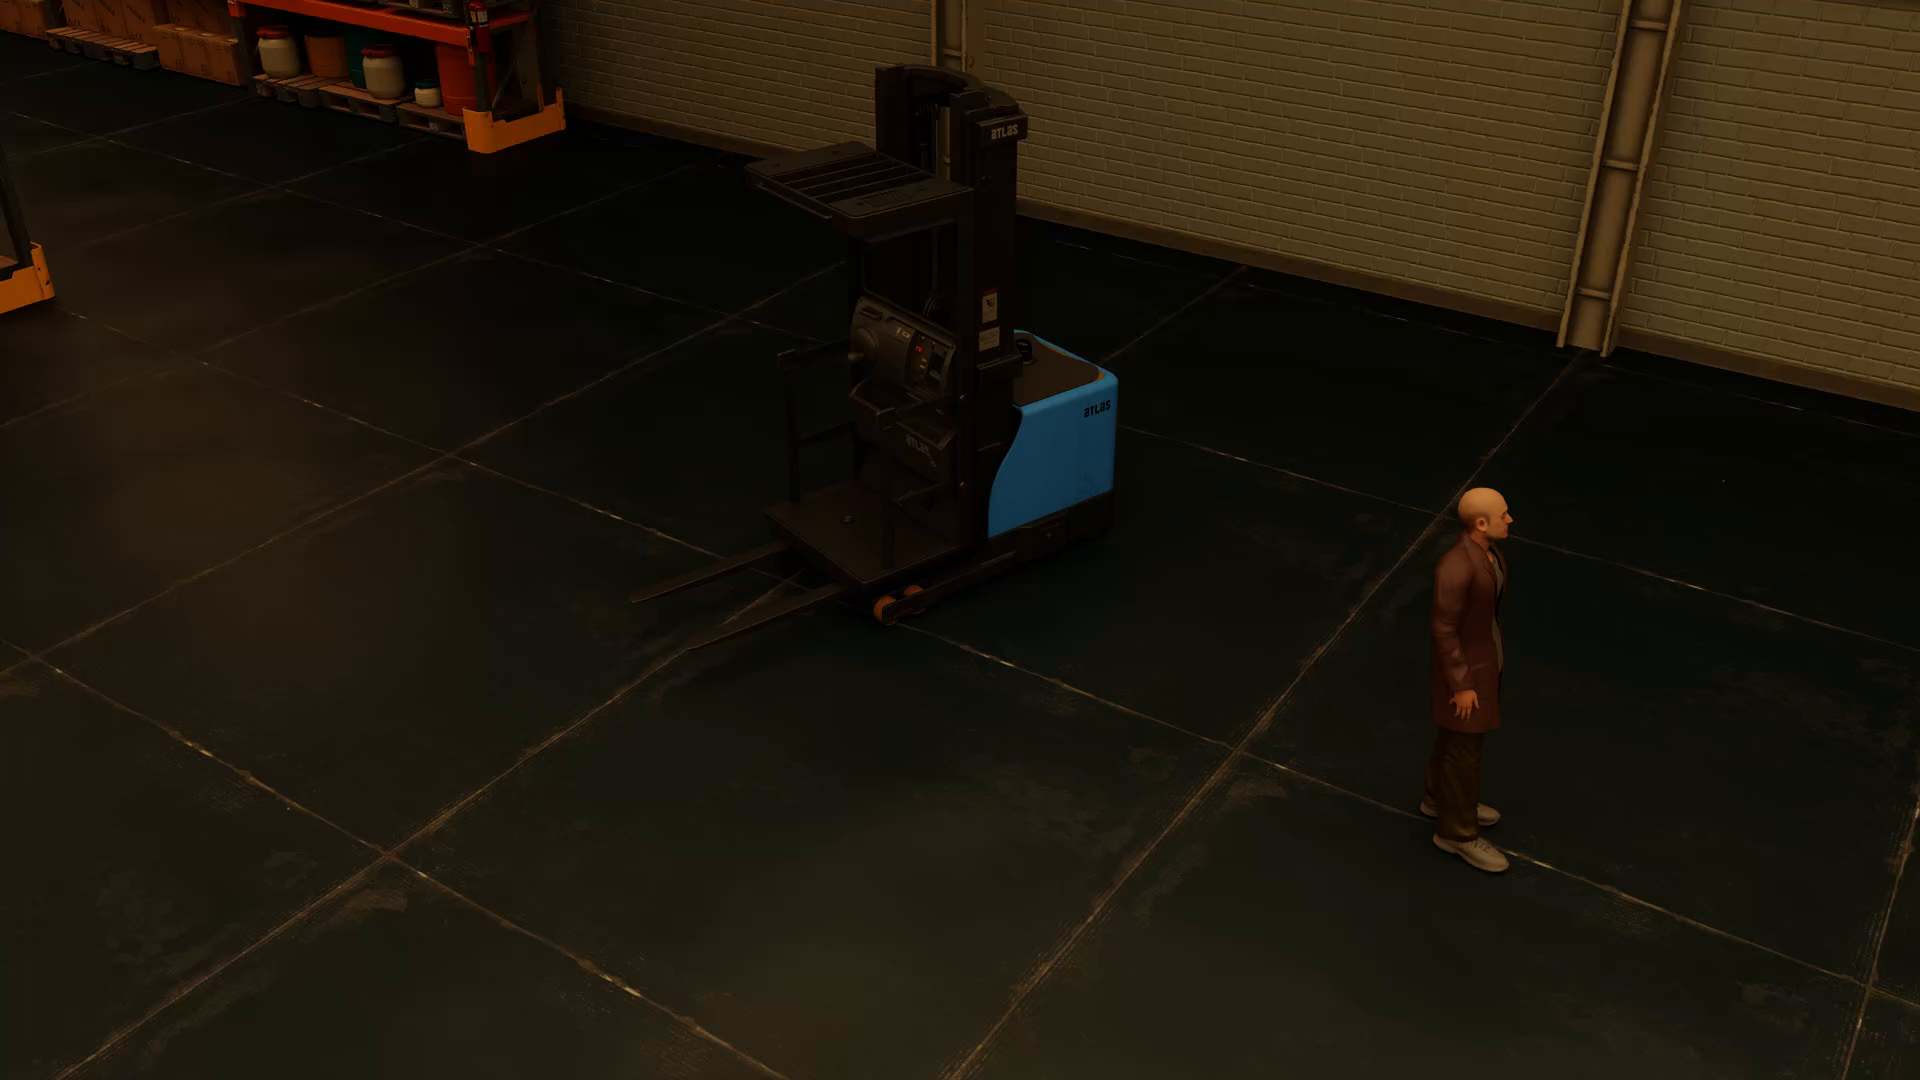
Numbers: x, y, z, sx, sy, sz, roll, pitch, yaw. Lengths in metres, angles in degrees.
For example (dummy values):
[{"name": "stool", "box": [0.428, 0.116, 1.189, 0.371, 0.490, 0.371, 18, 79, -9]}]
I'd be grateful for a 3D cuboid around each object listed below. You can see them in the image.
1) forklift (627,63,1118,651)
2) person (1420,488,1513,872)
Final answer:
[{"name": "forklift", "box": [-0.498, -1.074, 9.431, 3.031, 2.935, 1.130, -21, 36, -32]}, {"name": "person", "box": [2.437, 0.603, 7.678, 0.580, 1.777, 0.698, 15, 33, 23]}]
